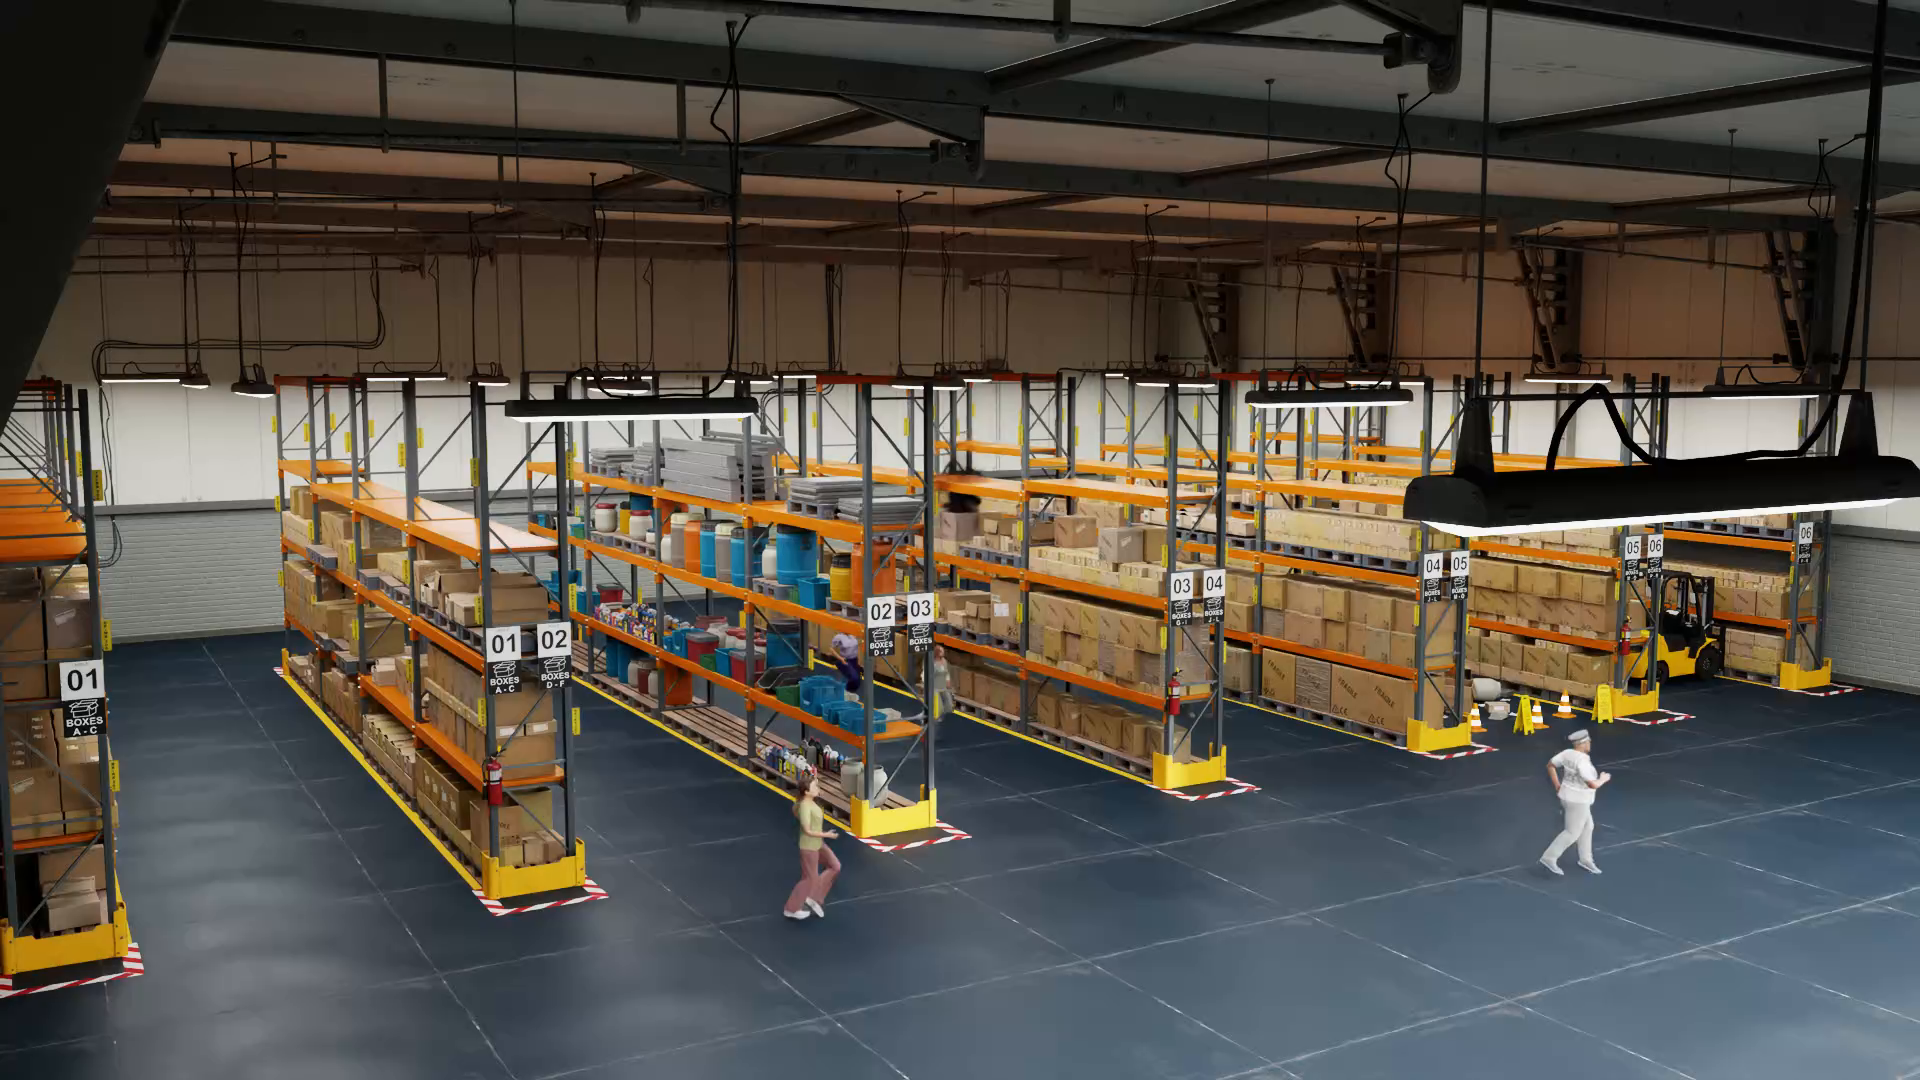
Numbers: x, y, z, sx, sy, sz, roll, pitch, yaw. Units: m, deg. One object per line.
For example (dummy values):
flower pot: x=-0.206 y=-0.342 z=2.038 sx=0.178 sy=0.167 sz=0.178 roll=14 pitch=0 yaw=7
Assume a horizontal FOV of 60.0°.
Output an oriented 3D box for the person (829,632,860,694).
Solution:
person: x=-2.021 y=2.189 z=29.799 sx=0.614 sy=1.526 sz=0.725 roll=-5 pitch=8 yaw=-39

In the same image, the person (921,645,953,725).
person: x=-0.381 y=2.447 z=27.663 sx=0.522 sy=1.427 sz=0.581 roll=-6 pitch=8 yaw=-42

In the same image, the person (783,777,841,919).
person: x=-1.676 y=3.468 z=18.762 sx=0.647 sy=1.641 sz=0.586 roll=0 pitch=6 yaw=1

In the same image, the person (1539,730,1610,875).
person: x=7.504 y=3.225 z=20.314 sx=0.848 sy=1.844 sz=0.664 roll=0 pitch=6 yaw=0

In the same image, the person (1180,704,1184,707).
person: x=4.037 y=2.177 z=29.473 sx=0.743 sy=1.665 sz=0.783 roll=-5 pitch=8 yaw=-37
